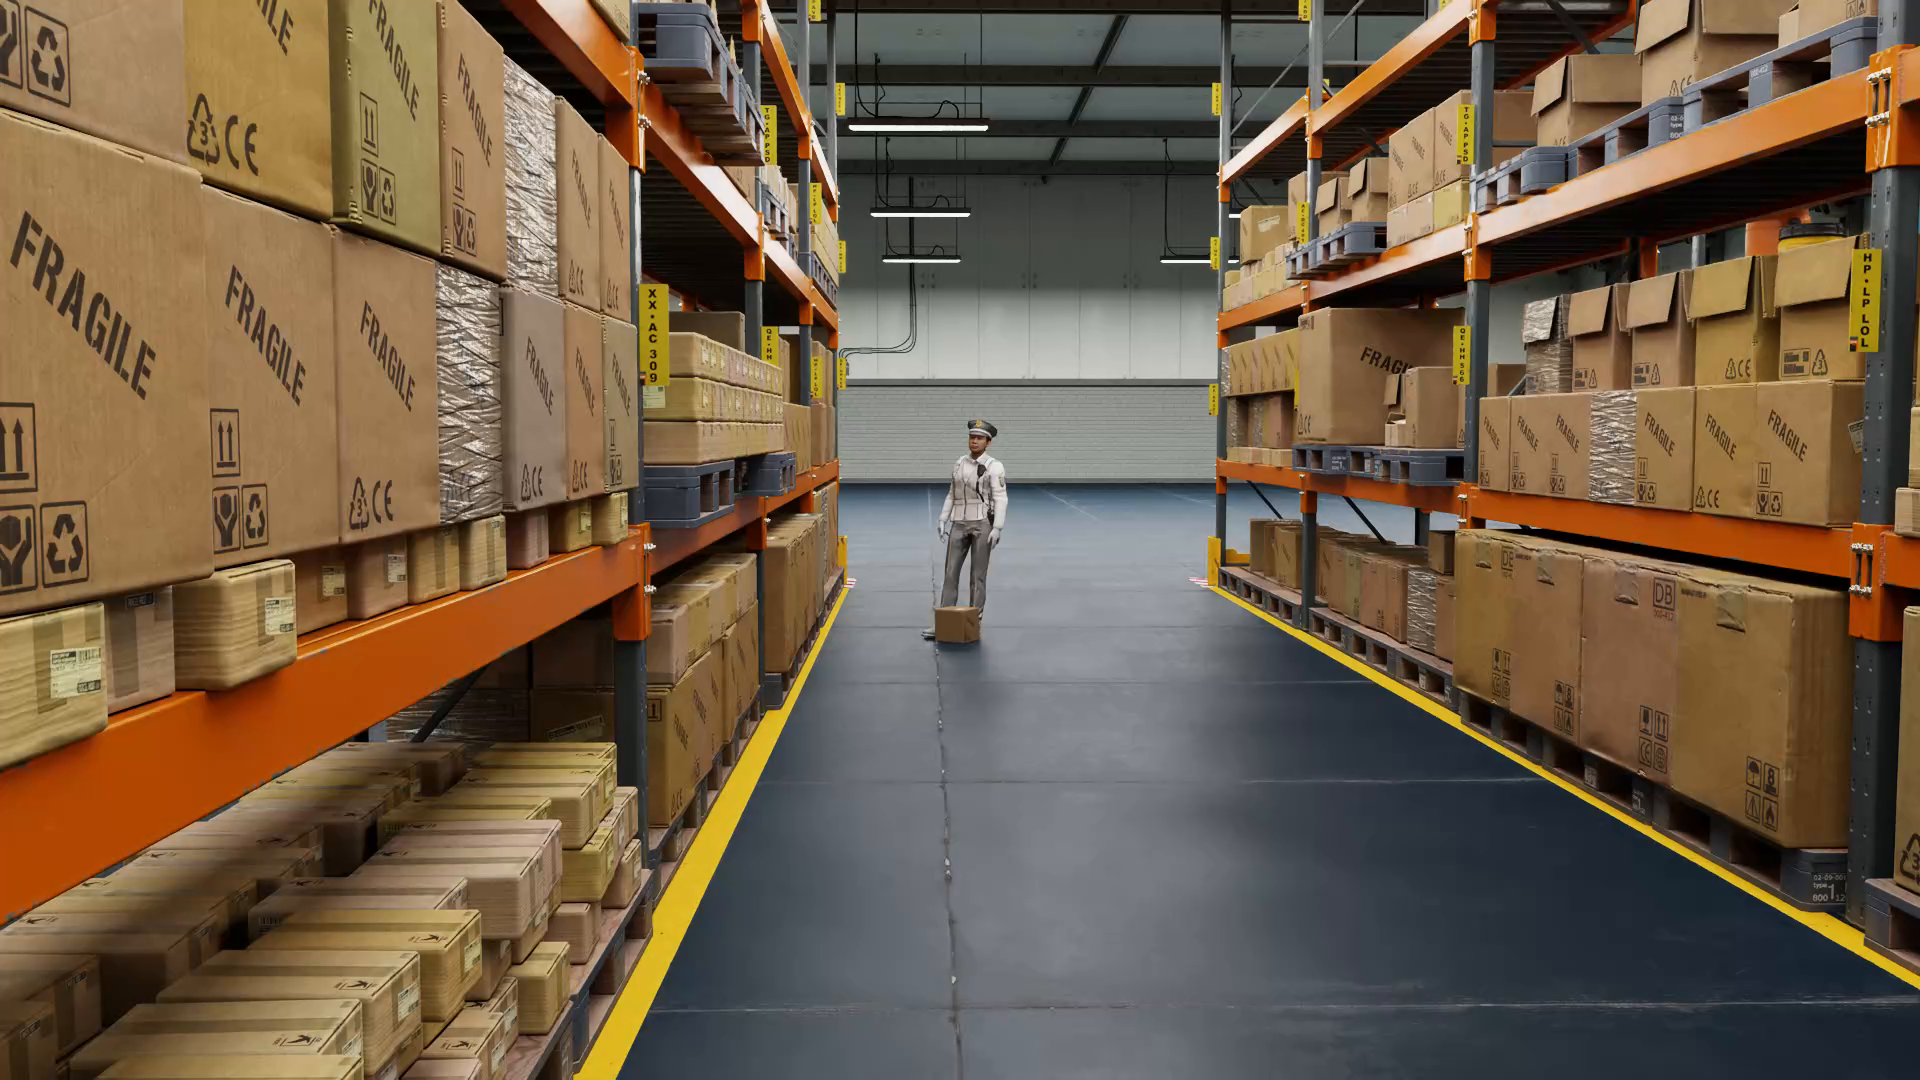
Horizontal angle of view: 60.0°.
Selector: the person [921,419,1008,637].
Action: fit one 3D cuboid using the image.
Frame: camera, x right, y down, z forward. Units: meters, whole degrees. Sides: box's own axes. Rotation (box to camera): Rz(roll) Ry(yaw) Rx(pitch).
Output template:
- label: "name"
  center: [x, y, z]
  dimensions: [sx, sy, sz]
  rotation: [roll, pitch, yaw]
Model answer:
- label: "person"
  center: [0.062, -0.090, 12.951]
  dimensions: [0.588, 1.697, 0.534]
  rotation: [2, 5, 32]
